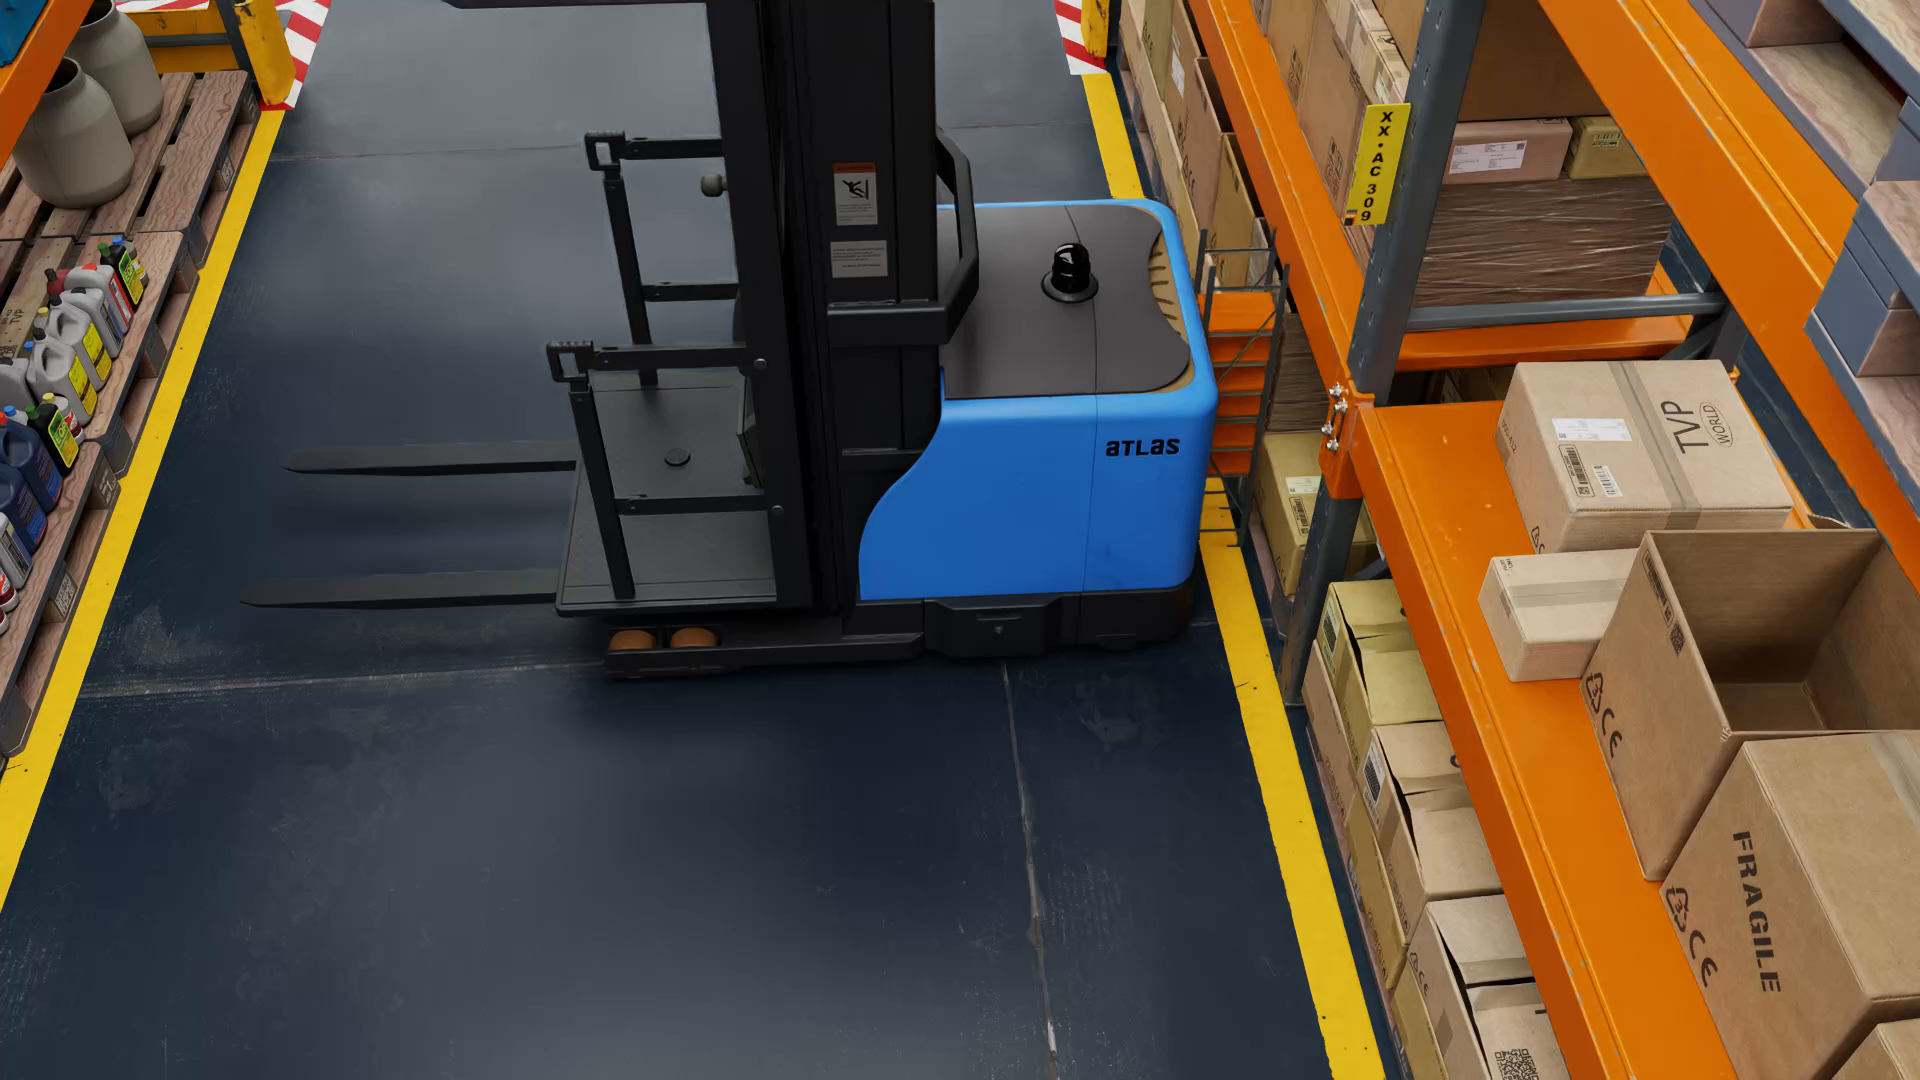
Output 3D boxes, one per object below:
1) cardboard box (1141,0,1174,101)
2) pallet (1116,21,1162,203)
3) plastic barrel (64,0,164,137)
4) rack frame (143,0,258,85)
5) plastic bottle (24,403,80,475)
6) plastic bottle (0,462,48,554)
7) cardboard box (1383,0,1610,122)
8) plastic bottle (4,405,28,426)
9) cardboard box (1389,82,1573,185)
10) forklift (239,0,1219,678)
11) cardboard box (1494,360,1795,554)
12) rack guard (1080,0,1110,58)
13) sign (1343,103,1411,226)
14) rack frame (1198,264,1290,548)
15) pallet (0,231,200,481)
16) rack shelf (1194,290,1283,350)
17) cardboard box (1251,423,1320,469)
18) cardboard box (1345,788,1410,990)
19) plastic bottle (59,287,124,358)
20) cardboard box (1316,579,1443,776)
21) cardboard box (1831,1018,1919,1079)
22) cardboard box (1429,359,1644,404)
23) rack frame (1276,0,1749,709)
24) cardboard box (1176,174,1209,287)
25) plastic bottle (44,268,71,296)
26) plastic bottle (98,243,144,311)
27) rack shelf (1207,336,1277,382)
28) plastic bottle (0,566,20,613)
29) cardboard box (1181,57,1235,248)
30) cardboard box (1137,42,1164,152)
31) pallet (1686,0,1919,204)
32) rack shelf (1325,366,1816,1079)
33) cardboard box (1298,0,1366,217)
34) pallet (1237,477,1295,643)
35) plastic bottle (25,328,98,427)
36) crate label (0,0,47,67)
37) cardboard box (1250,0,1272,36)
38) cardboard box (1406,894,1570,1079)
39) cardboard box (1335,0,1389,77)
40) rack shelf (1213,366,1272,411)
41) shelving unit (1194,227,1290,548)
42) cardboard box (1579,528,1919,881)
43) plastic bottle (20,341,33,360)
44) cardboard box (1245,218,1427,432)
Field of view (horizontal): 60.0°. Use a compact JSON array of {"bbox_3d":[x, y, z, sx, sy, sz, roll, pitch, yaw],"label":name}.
[{"bbox_3d":[1.050,-2.164,6.821,0.500,0.500,0.500,-3,47,-3],"label":"cardboard box"},{"bbox_3d":[1.288,-1.960,7.461,1.003,0.211,1.213,-3,47,-3],"label":"pallet"},{"bbox_3d":[-3.622,-1.989,6.992,0.421,0.512,0.421,0,47,0],"label":"plastic barrel"},{"bbox_3d":[-3.754,-3.172,6.688,1.000,3.000,0.127,-3,47,-3],"label":"rack frame"},{"bbox_3d":[-3.061,-0.363,5.595,0.061,0.283,0.133,-2,47,-2],"label":"plastic bottle"},{"bbox_3d":[-3.073,-0.127,5.326,0.144,0.351,0.185,-2,47,-2],"label":"plastic bottle"},{"bbox_3d":[1.474,-1.377,4.026,0.700,0.500,0.500,-3,47,-3],"label":"cardboard box"},{"bbox_3d":[-3.138,-0.341,5.583,0.097,0.271,0.097,0,47,0],"label":"plastic bottle"},{"bbox_3d":[1.281,-1.017,4.132,0.380,0.149,0.250,-4,47,-3],"label":"cardboard box"},{"bbox_3d":[-0.788,-0.961,4.641,3.031,2.935,1.130,-2,47,-2],"label":"forklift"},{"bbox_3d":[1.602,-0.171,3.949,0.500,0.250,0.500,-1,47,-1],"label":"cardboard box"},{"bbox_3d":[1.181,-2.628,7.894,1.175,0.500,0.348,-3,47,-3],"label":"rack guard"},{"bbox_3d":[0.964,-0.866,3.853,0.100,0.325,0.005,-3,47,-3],"label":"sign"},{"bbox_3d":[0.851,-0.388,5.291,0.240,1.200,0.006,-2,46,-1],"label":"rack frame"},{"bbox_3d":[-3.539,-0.692,6.260,1.003,0.211,1.213,-3,47,-3],"label":"pallet"},{"bbox_3d":[0.846,-0.672,5.126,0.258,0.103,0.180,-2,46,-1],"label":"rack shelf"},{"bbox_3d":[1.229,-0.459,5.724,0.500,0.250,0.500,-3,47,-3],"label":"cardboard box"},{"bbox_3d":[1.346,0.902,4.434,0.500,0.250,0.500,-2,47,-2],"label":"cardboard box"},{"bbox_3d":[-3.158,-0.800,6.014,0.152,0.276,0.135,-5,47,-4],"label":"plastic bottle"},{"bbox_3d":[1.304,0.347,4.574,0.500,0.311,0.500,-3,47,-3],"label":"cardboard box"},{"bbox_3d":[1.696,1.071,2.601,0.500,0.500,0.500,-6,47,-5],"label":"cardboard box"},{"bbox_3d":[1.791,-0.387,5.139,0.500,0.500,0.500,-3,47,-3],"label":"cardboard box"},{"bbox_3d":[1.517,-0.576,4.229,1.000,3.000,0.127,-3,47,-3],"label":"rack frame"},{"bbox_3d":[1.130,-1.182,6.408,0.500,0.250,0.500,-3,47,-3],"label":"cardboard box"},{"bbox_3d":[-3.275,-0.896,6.100,0.061,0.283,0.133,-3,47,-3],"label":"plastic bottle"},{"bbox_3d":[-3.135,-1.003,6.202,0.061,0.283,0.133,-2,47,-2],"label":"plastic bottle"},{"bbox_3d":[0.847,-0.589,5.212,0.258,0.103,0.180,-2,46,-1],"label":"rack shelf"},{"bbox_3d":[-3.026,0.129,5.186,0.097,0.201,0.097,0,47,0],"label":"plastic bottle"},{"bbox_3d":[1.129,-1.440,6.136,0.500,0.500,0.500,-3,47,-3],"label":"cardboard box"},{"bbox_3d":[1.051,-1.906,7.094,0.500,0.250,0.500,-3,47,-3],"label":"cardboard box"},{"bbox_3d":[1.604,-0.904,2.606,0.805,0.209,1.217,-5,47,-5],"label":"pallet"},{"bbox_3d":[1.685,1.119,3.120,1.077,0.370,4.000,-3,47,-3],"label":"rack shelf"},{"bbox_3d":[1.423,-1.312,4.858,0.700,0.500,0.500,-4,47,-4],"label":"cardboard box"},{"bbox_3d":[1.493,-0.195,5.789,1.003,0.211,1.213,-3,47,-3],"label":"pallet"},{"bbox_3d":[-3.124,-0.571,5.747,0.144,0.351,0.185,-4,47,-4],"label":"plastic bottle"},{"bbox_3d":[-3.330,-1.869,5.429,0.502,0.435,0.616,-3,47,-3],"label":"crate label"},{"bbox_3d":[1.341,-2.046,5.553,0.700,0.500,0.500,-2,47,-2],"label":"cardboard box"},{"bbox_3d":[1.385,1.083,3.876,0.500,0.311,0.500,-5,47,-5],"label":"cardboard box"},{"bbox_3d":[1.238,-1.385,4.480,0.380,0.149,0.250,-5,47,-4],"label":"cardboard box"},{"bbox_3d":[0.847,-0.506,5.299,0.258,0.103,0.180,-2,46,-1],"label":"rack shelf"},{"bbox_3d":[0.848,-0.454,5.354,0.258,1.200,0.189,-2,46,-1],"label":"shelving unit"},{"bbox_3d":[1.610,0.328,3.305,0.500,0.500,0.500,0,47,0],"label":"cardboard box"},{"bbox_3d":[-3.257,-0.616,5.891,0.097,0.201,0.097,0,47,0],"label":"plastic bottle"},{"bbox_3d":[1.231,-0.717,5.452,0.500,0.500,0.500,-3,47,-3],"label":"cardboard box"}]
